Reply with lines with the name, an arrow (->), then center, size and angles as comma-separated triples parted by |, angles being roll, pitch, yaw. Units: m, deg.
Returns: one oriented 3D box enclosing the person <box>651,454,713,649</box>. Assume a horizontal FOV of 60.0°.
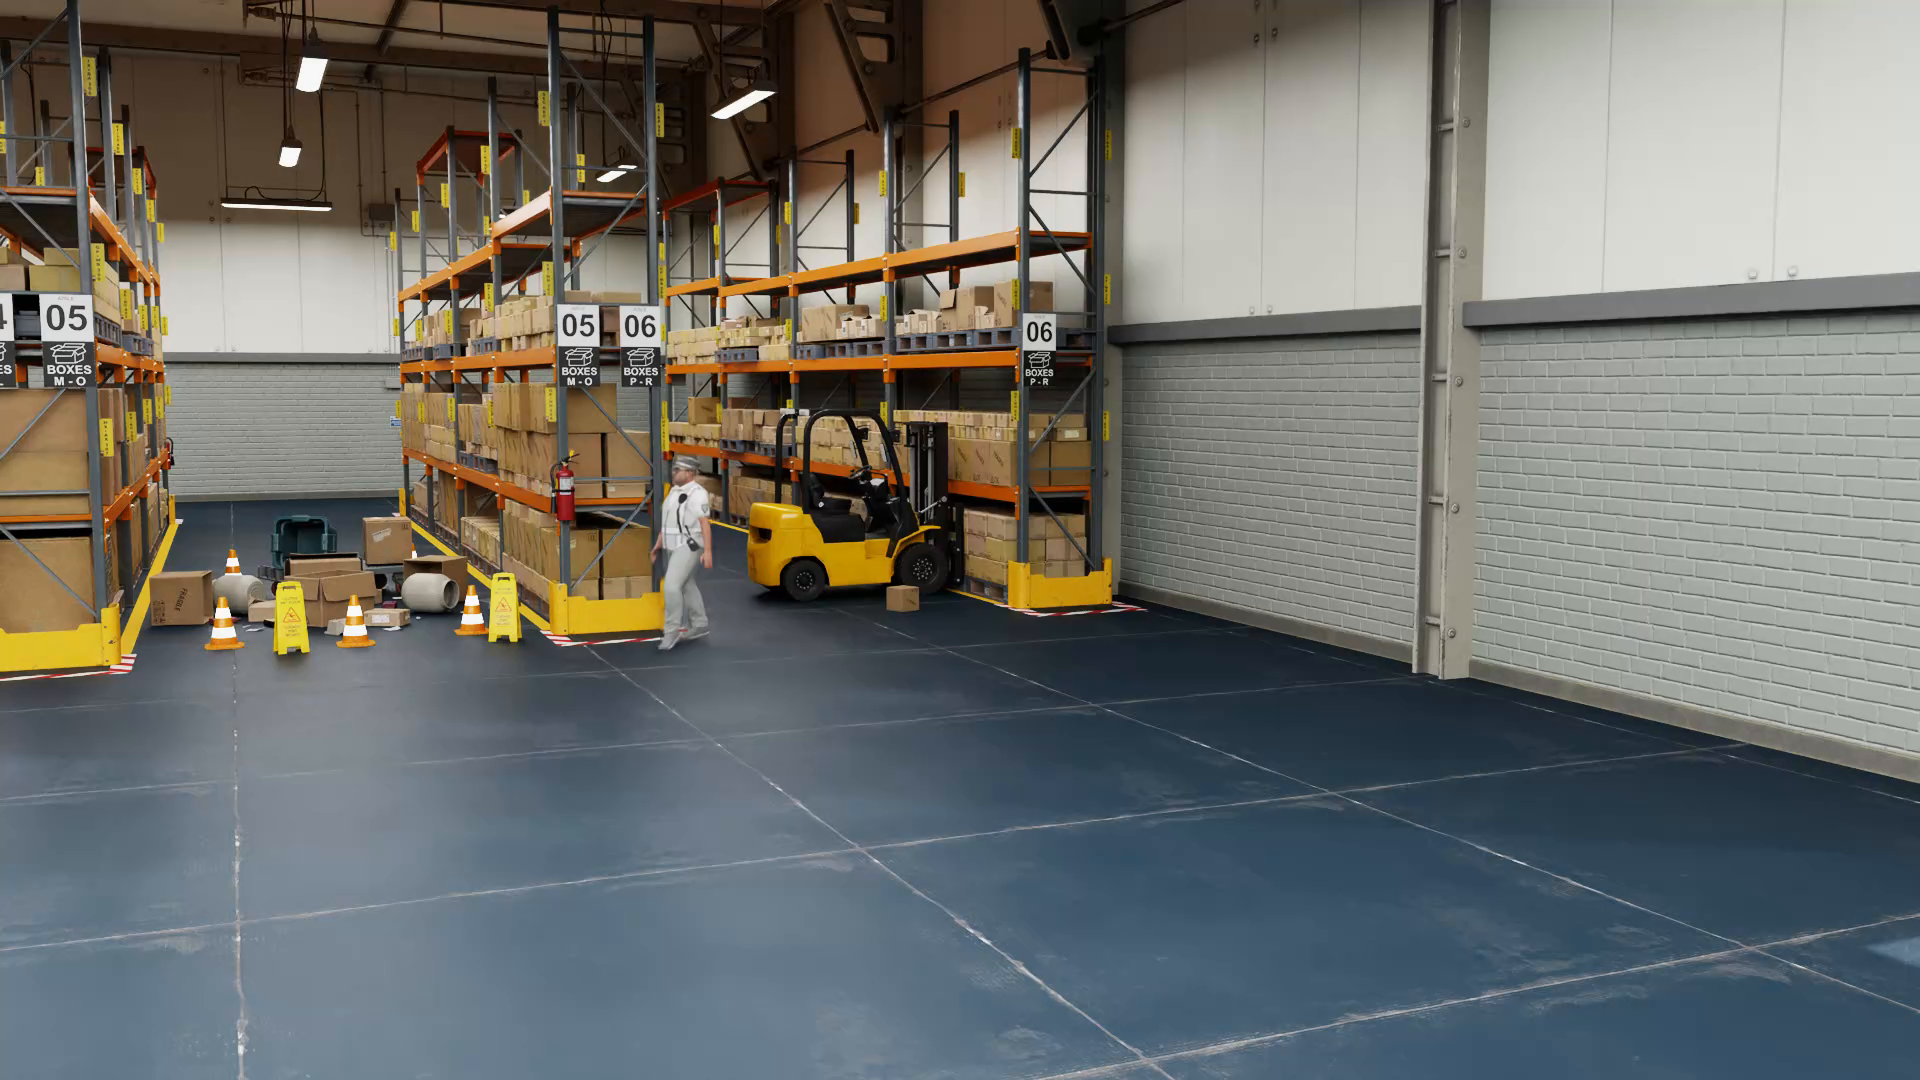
person -> -2.636, 0.118, 15.594 | 0.659, 1.840, 0.589 | -4, 7, -37
